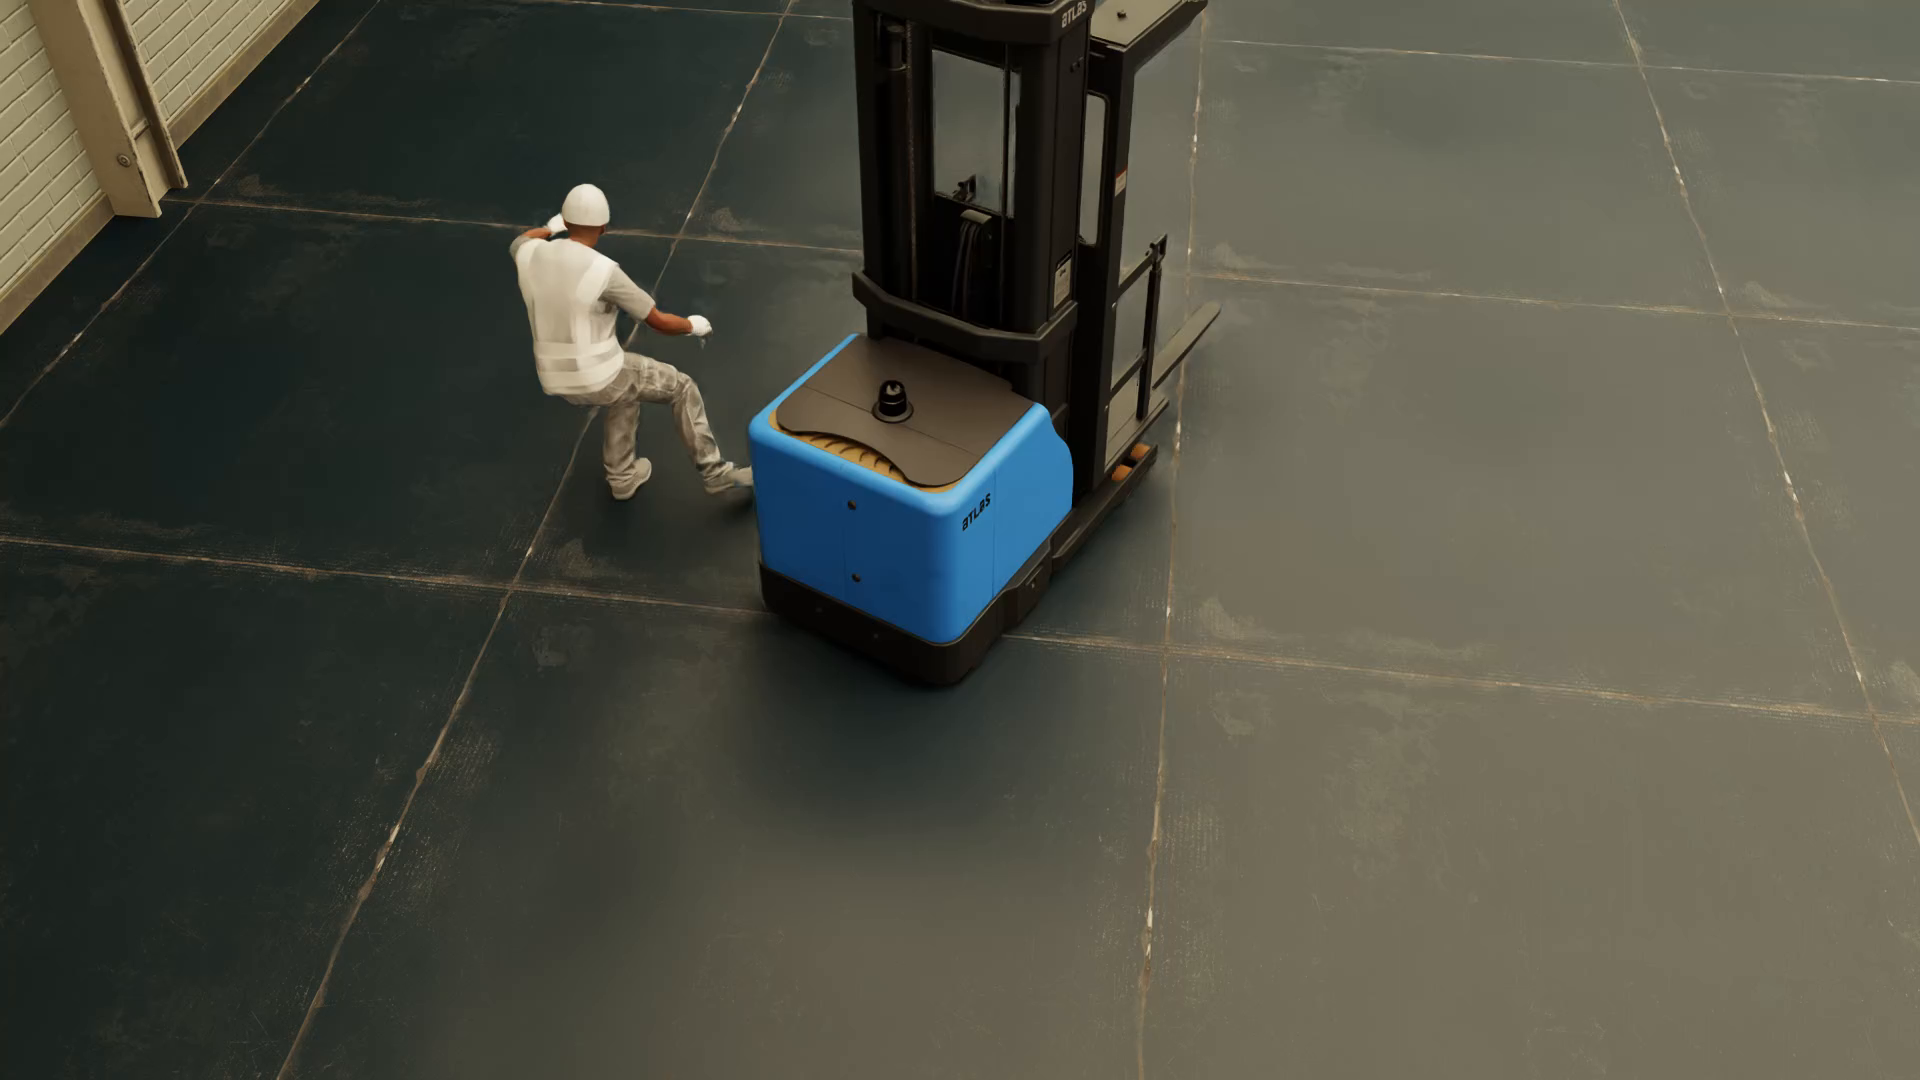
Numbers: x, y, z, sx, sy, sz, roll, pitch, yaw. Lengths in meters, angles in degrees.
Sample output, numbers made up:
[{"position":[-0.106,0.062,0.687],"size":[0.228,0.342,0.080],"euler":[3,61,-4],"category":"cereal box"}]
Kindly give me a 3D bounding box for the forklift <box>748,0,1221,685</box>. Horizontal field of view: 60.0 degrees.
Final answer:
[{"position":[0.317,-1.436,7.287],"size":[1.130,2.935,3.031],"euler":[23,47,23],"category":"forklift"}]

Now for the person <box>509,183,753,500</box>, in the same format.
[{"position":[-1.529,-0.955,7.823],"size":[1.259,1.526,0.924],"euler":[15,45,16],"category":"person"}]
